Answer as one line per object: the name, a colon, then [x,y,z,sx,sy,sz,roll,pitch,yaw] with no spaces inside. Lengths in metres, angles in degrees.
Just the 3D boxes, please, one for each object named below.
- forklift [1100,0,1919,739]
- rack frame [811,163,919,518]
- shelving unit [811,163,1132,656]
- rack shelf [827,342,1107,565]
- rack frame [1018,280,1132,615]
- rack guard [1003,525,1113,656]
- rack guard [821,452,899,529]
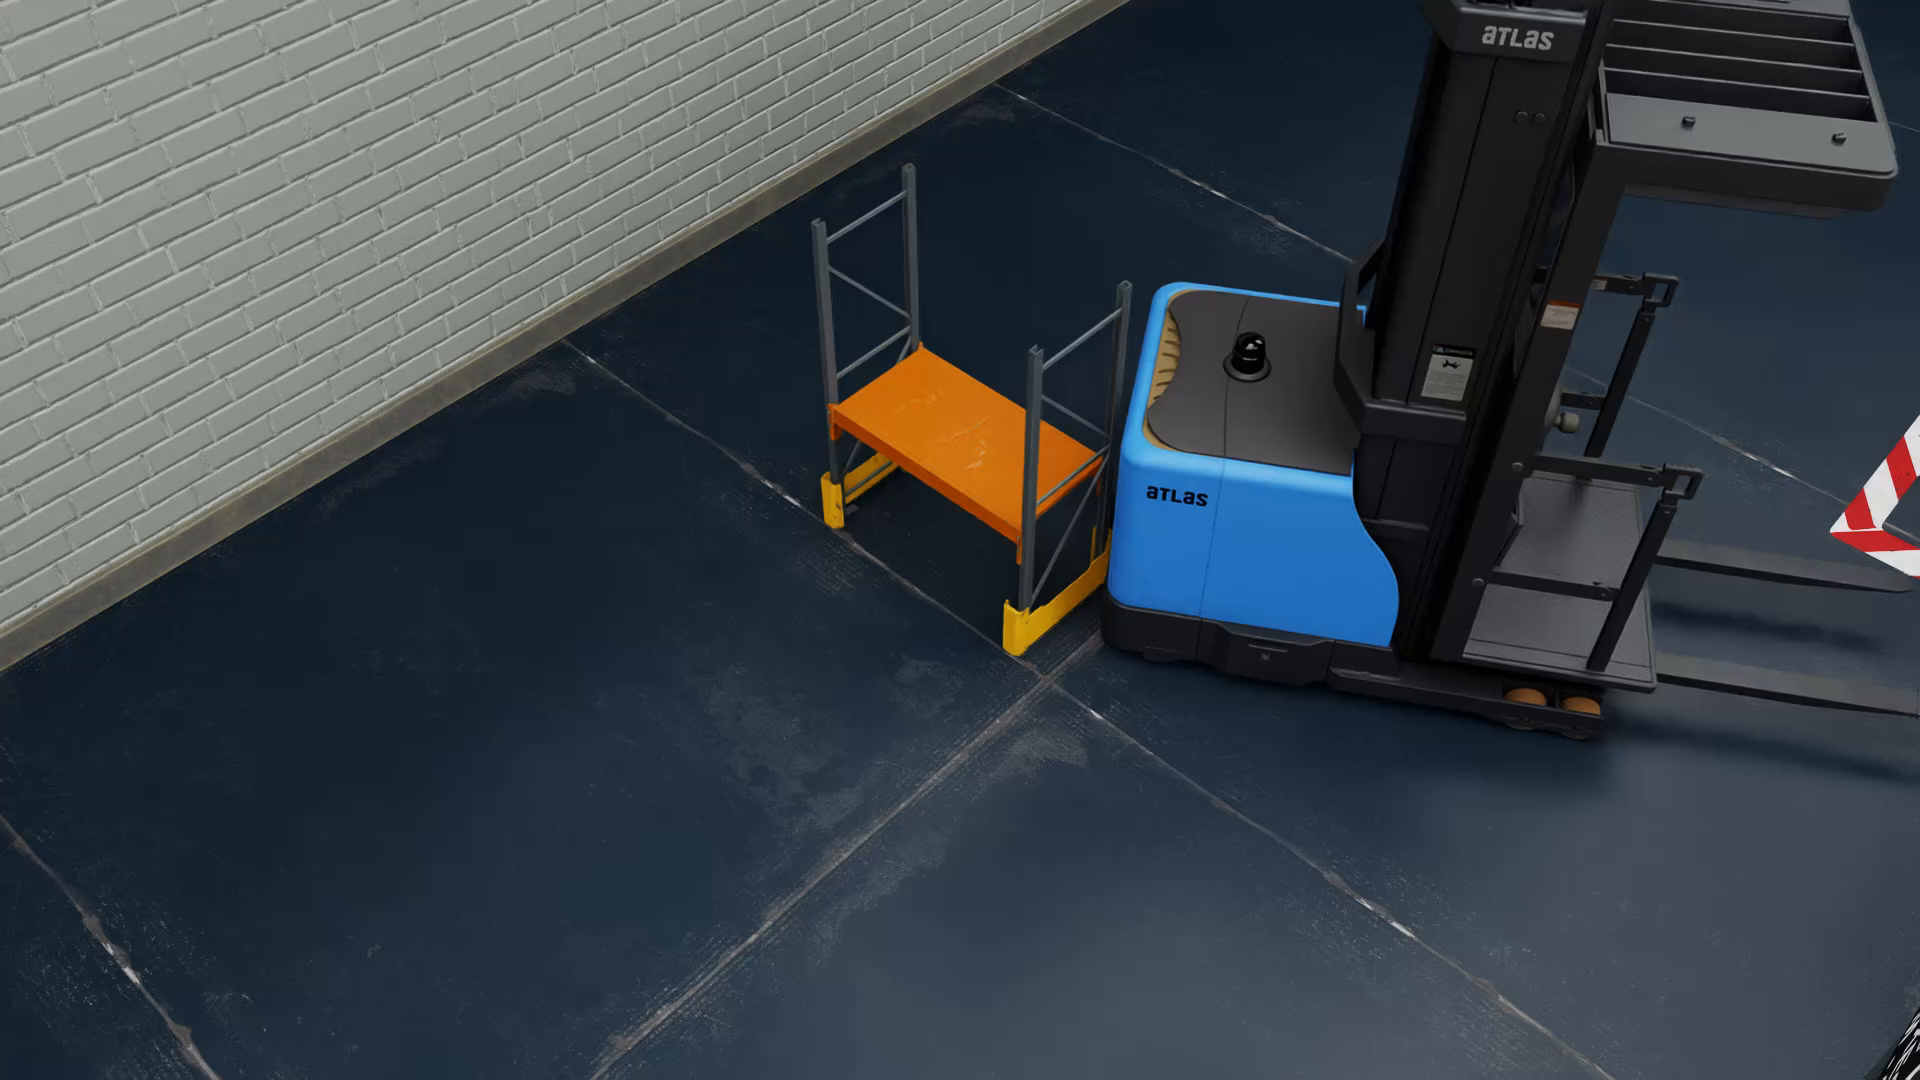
forklift: [2.113,-0.693,5.499,3.031,2.935,1.130,9,47,8]
rack frame: [-0.344,-0.729,6.515,0.032,1.500,0.500,34,55,28]
shelving unit: [0.022,-0.482,6.282,1.083,1.500,0.587,34,55,28]
rack shelf: [0.028,-0.354,6.409,1.000,0.185,0.538,34,55,28]
rack frame: [0.401,-0.225,6.041,0.032,1.500,0.500,34,55,28]
rack guard: [0.387,0.193,6.506,0.087,0.250,0.587,34,55,28]
rack guard: [-0.344,-0.301,6.970,0.087,0.250,0.587,34,55,28]
